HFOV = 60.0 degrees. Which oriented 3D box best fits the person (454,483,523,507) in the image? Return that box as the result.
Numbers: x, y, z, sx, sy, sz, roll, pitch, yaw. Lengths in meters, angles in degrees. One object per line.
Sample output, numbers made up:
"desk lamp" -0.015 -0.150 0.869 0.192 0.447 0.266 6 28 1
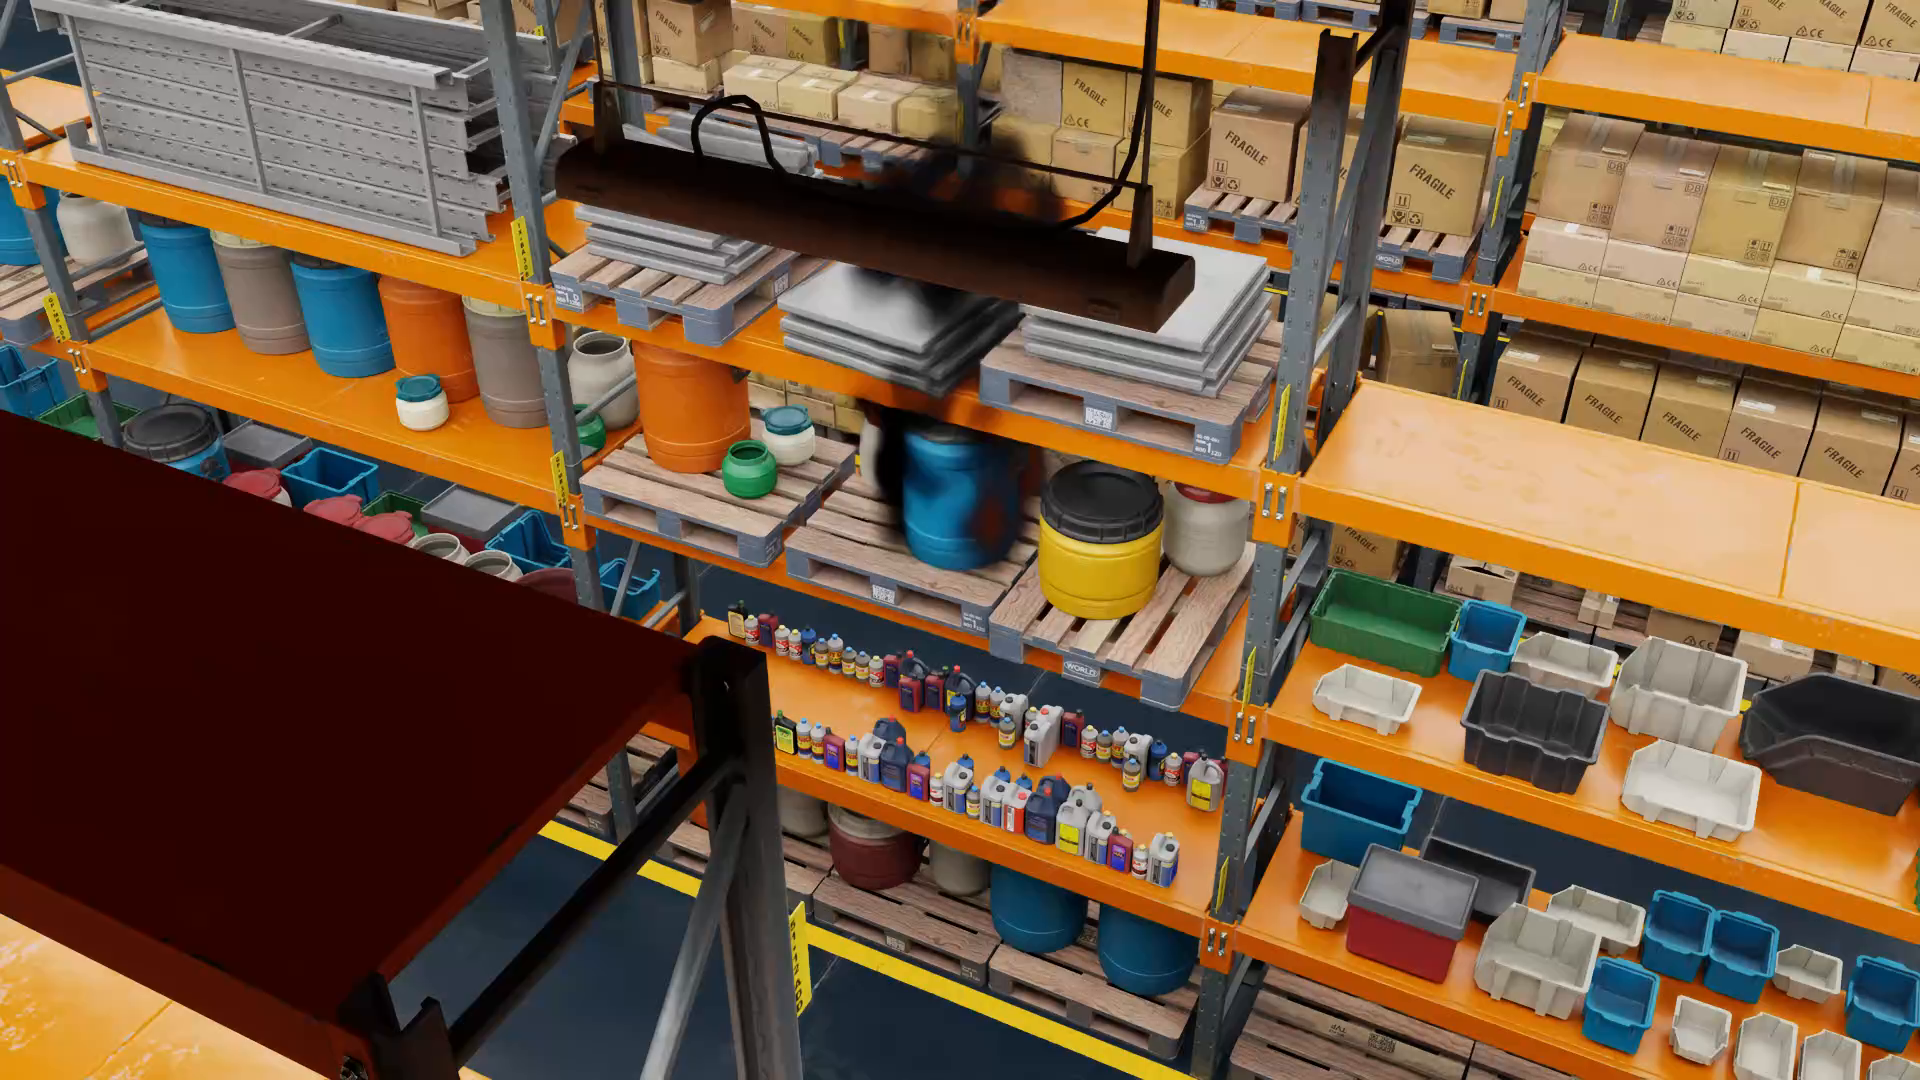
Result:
"person" -3.531 -0.338 12.857 0.605 1.718 0.699 16 38 21
